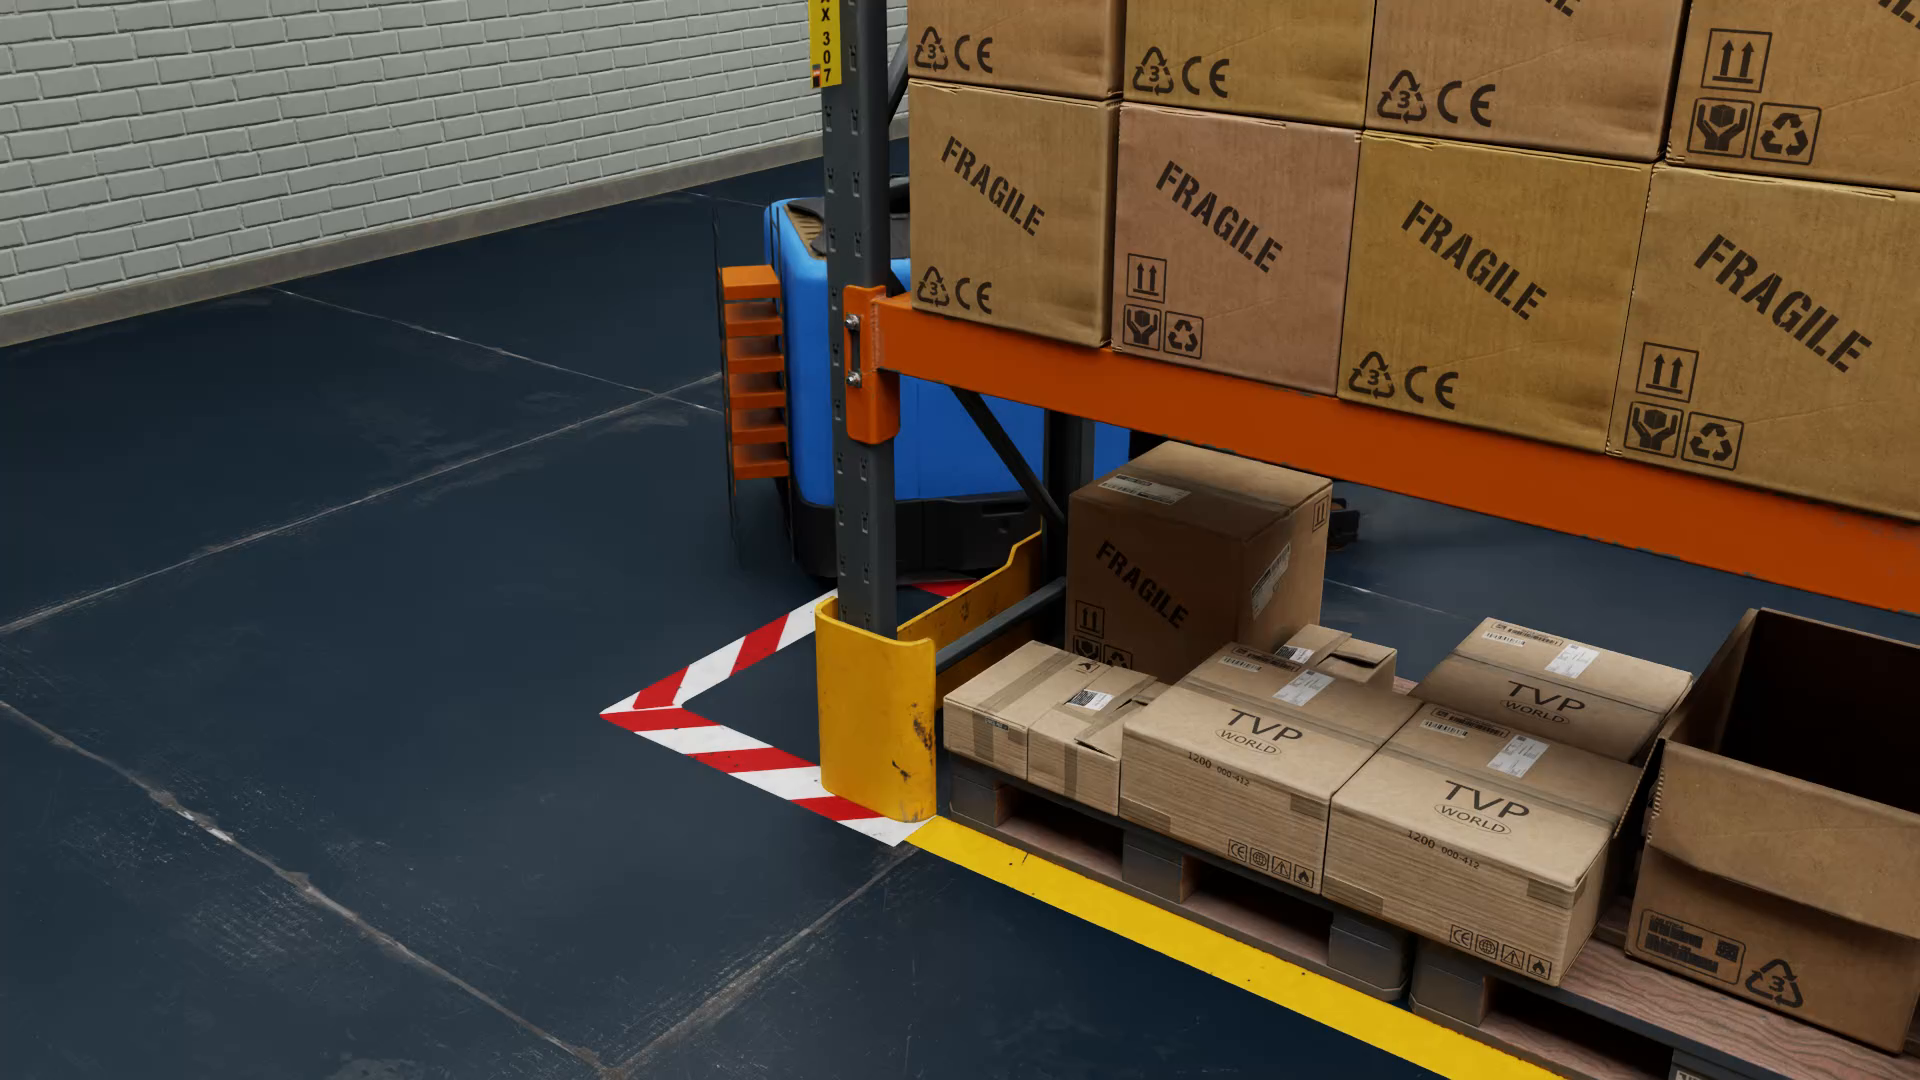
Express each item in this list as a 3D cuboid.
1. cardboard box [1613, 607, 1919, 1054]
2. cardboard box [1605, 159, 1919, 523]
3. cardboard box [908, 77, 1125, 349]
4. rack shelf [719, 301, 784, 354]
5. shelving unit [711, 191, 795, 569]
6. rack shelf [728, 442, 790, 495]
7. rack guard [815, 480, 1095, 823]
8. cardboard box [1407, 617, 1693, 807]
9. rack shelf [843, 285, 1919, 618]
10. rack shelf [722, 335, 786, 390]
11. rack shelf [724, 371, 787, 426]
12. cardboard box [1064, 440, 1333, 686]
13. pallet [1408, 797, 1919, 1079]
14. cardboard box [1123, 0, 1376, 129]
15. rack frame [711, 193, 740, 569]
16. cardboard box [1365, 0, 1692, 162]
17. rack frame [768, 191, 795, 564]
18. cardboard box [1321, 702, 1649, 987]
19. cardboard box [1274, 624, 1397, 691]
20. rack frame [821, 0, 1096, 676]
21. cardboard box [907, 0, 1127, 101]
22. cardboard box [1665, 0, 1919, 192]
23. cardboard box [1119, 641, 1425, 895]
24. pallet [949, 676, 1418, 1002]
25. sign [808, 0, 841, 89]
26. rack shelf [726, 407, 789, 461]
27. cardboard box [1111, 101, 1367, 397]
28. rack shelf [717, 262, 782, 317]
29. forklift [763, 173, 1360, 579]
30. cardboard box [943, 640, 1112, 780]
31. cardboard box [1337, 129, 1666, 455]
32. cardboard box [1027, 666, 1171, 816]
[{"bbox_3d":[1.735,0.551,3.329,0.637,0.503,0.797,17,29,33],"label":"cardboard box"},{"bbox_3d":[1.453,-0.391,2.793,0.500,0.500,0.500,17,29,34],"label":"cardboard box"},{"bbox_3d":[0.238,-0.758,3.626,0.500,0.500,0.500,18,29,34],"label":"cardboard box"},{"bbox_3d":[-0.672,-0.688,5.339,0.180,0.103,0.258,-5,24,-11],"label":"rack shelf"},{"bbox_3d":[-0.672,-0.509,5.418,0.189,1.200,0.258,-5,24,-11],"label":"shelving unit"},{"bbox_3d":[-0.672,-0.249,5.533,0.180,0.103,0.258,-5,24,-11],"label":"rack shelf"},{"bbox_3d":[0.102,0.258,4.545,0.348,0.500,1.175,17,29,33],"label":"rack guard"},{"bbox_3d":[1.366,0.444,3.887,0.500,0.250,0.500,17,29,33],"label":"cardboard box"},{"bbox_3d":[1.641,-0.092,3.130,4.000,0.370,1.077,17,29,33],"label":"rack shelf"},{"bbox_3d":[-0.672,-0.579,5.388,0.180,0.103,0.258,-5,24,-11],"label":"rack shelf"},{"bbox_3d":[-0.672,-0.469,5.436,0.180,0.103,0.258,-5,24,-11],"label":"rack shelf"},{"bbox_3d":[0.624,0.090,4.380,0.500,0.500,0.500,17,29,33],"label":"cardboard box"},{"bbox_3d":[1.712,0.878,3.496,1.213,0.211,1.003,17,29,33],"label":"pallet"},{"bbox_3d":[0.661,-1.091,3.143,0.500,0.500,0.500,17,29,34],"label":"cardboard box"},{"bbox_3d":[-0.761,-0.501,5.400,0.006,1.200,0.240,-5,24,-11],"label":"rack frame"},{"bbox_3d":[1.058,-0.969,2.864,0.500,0.500,0.500,17,29,34],"label":"cardboard box"},{"bbox_3d":[-0.583,-0.517,5.436,0.006,1.200,0.240,-5,24,-11],"label":"rack frame"},{"bbox_3d":[1.106,0.617,3.493,0.500,0.250,0.500,17,29,33],"label":"cardboard box"},{"bbox_3d":[0.894,0.370,4.159,0.250,0.166,0.380,17,29,33],"label":"cardboard box"},{"bbox_3d":[0.041,-0.904,4.082,0.127,3.000,1.000,17,29,33],"label":"rack frame"},{"bbox_3d":[0.238,-1.215,3.424,0.500,0.500,0.500,18,29,35],"label":"cardboard box"},{"bbox_3d":[1.465,-0.846,2.586,0.500,0.500,0.500,17,29,33],"label":"cardboard box"},{"bbox_3d":[0.706,0.497,3.767,0.500,0.250,0.500,17,29,33],"label":"cardboard box"},{"bbox_3d":[0.740,0.583,4.166,1.213,0.211,1.003,17,29,33],"label":"pallet"},{"bbox_3d":[-0.285,-1.125,3.510,0.005,0.325,0.100,17,29,33],"label":"sign"},{"bbox_3d":[-0.672,-0.359,5.484,0.180,0.103,0.258,-5,24,-11],"label":"rack shelf"},{"bbox_3d":[0.654,-0.635,3.346,0.500,0.500,0.500,16,29,33],"label":"cardboard box"},{"bbox_3d":[-0.672,-0.798,5.291,0.180,0.103,0.258,-5,24,-11],"label":"rack shelf"},{"bbox_3d":[0.879,-1.486,5.487,3.031,2.935,1.130,-5,24,-11],"label":"forklift"},{"bbox_3d":[0.170,0.411,4.087,0.250,0.149,0.380,17,29,33],"label":"cardboard box"},{"bbox_3d":[1.054,-0.512,3.069,0.500,0.500,0.500,17,29,33],"label":"cardboard box"},{"bbox_3d":[0.370,0.463,3.946,0.250,0.166,0.380,17,29,33],"label":"cardboard box"}]
